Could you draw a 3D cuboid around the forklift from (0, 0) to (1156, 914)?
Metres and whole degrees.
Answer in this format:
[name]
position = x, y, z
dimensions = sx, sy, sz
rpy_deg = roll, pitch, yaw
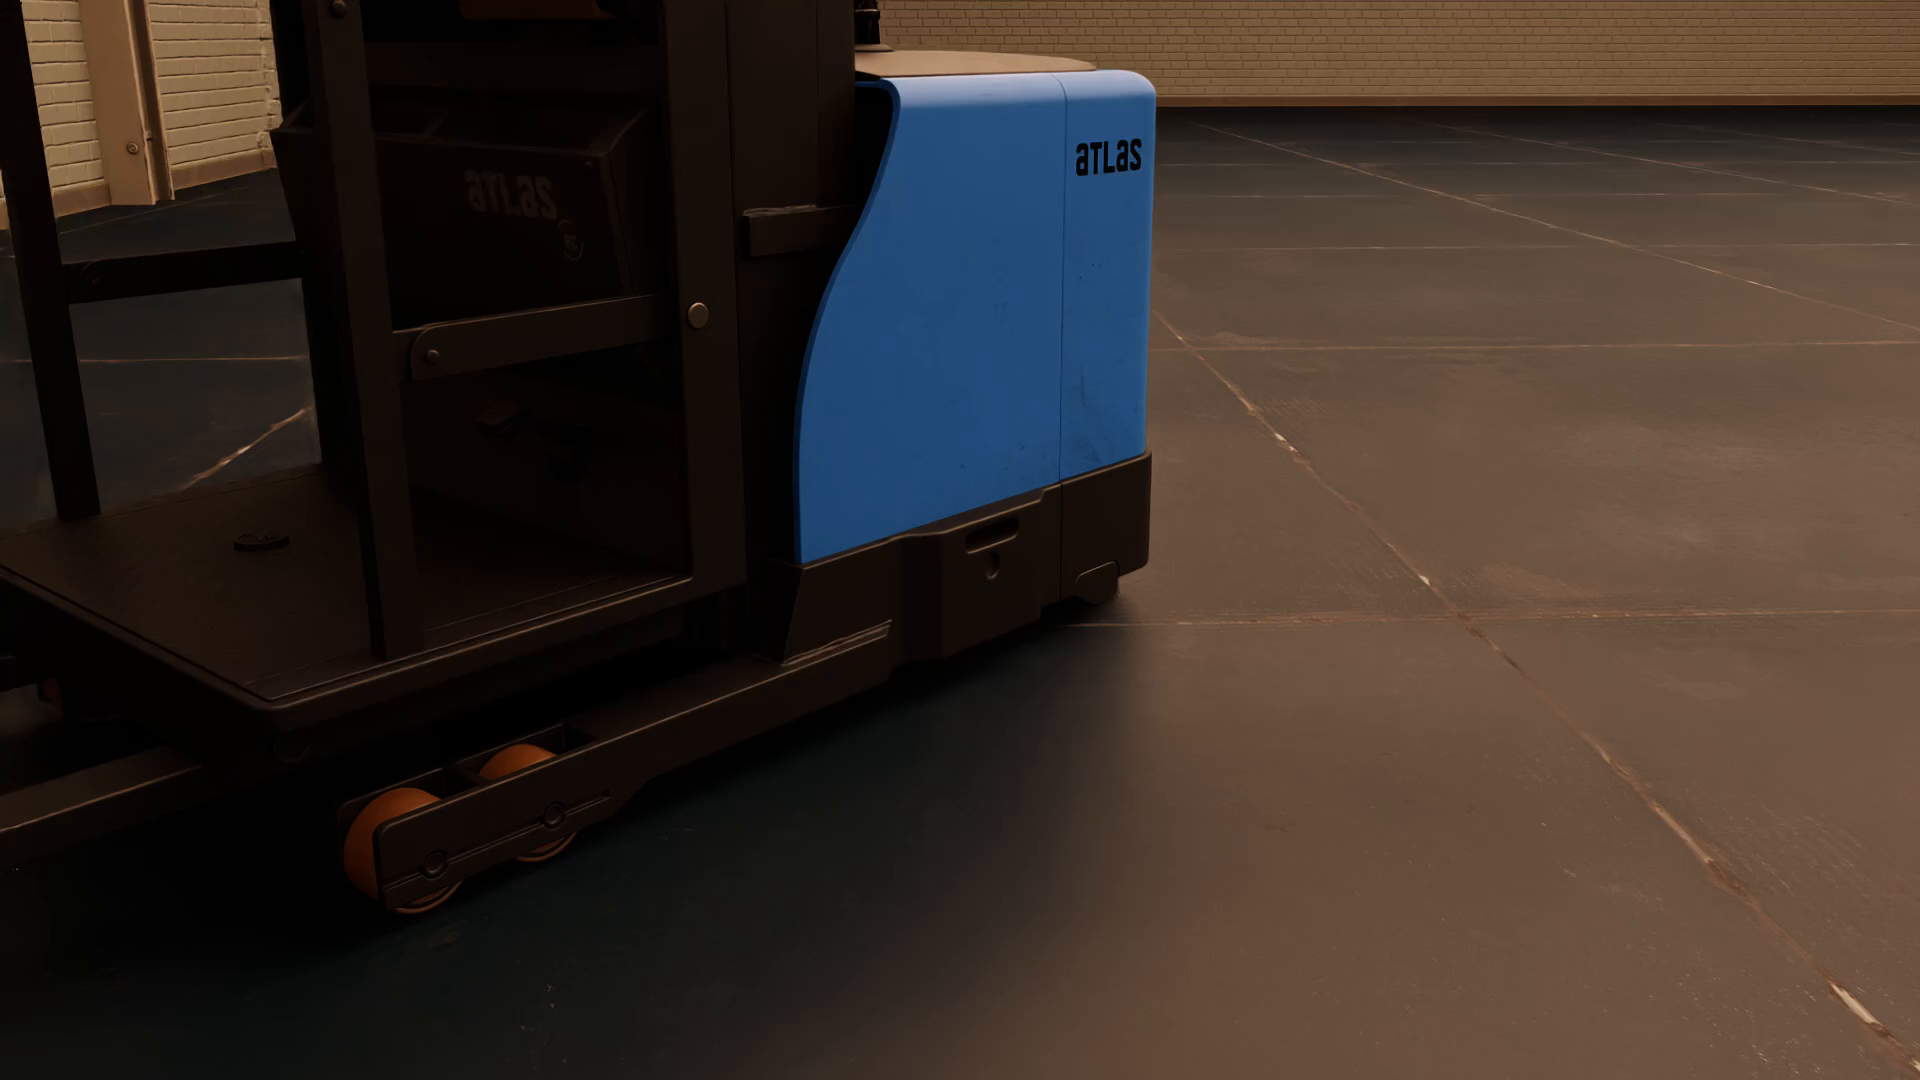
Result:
[forklift]
position = -0.943, -1.060, 2.374
dimensions = 1.130, 2.935, 3.031
rpy_deg = 14, 22, 39
